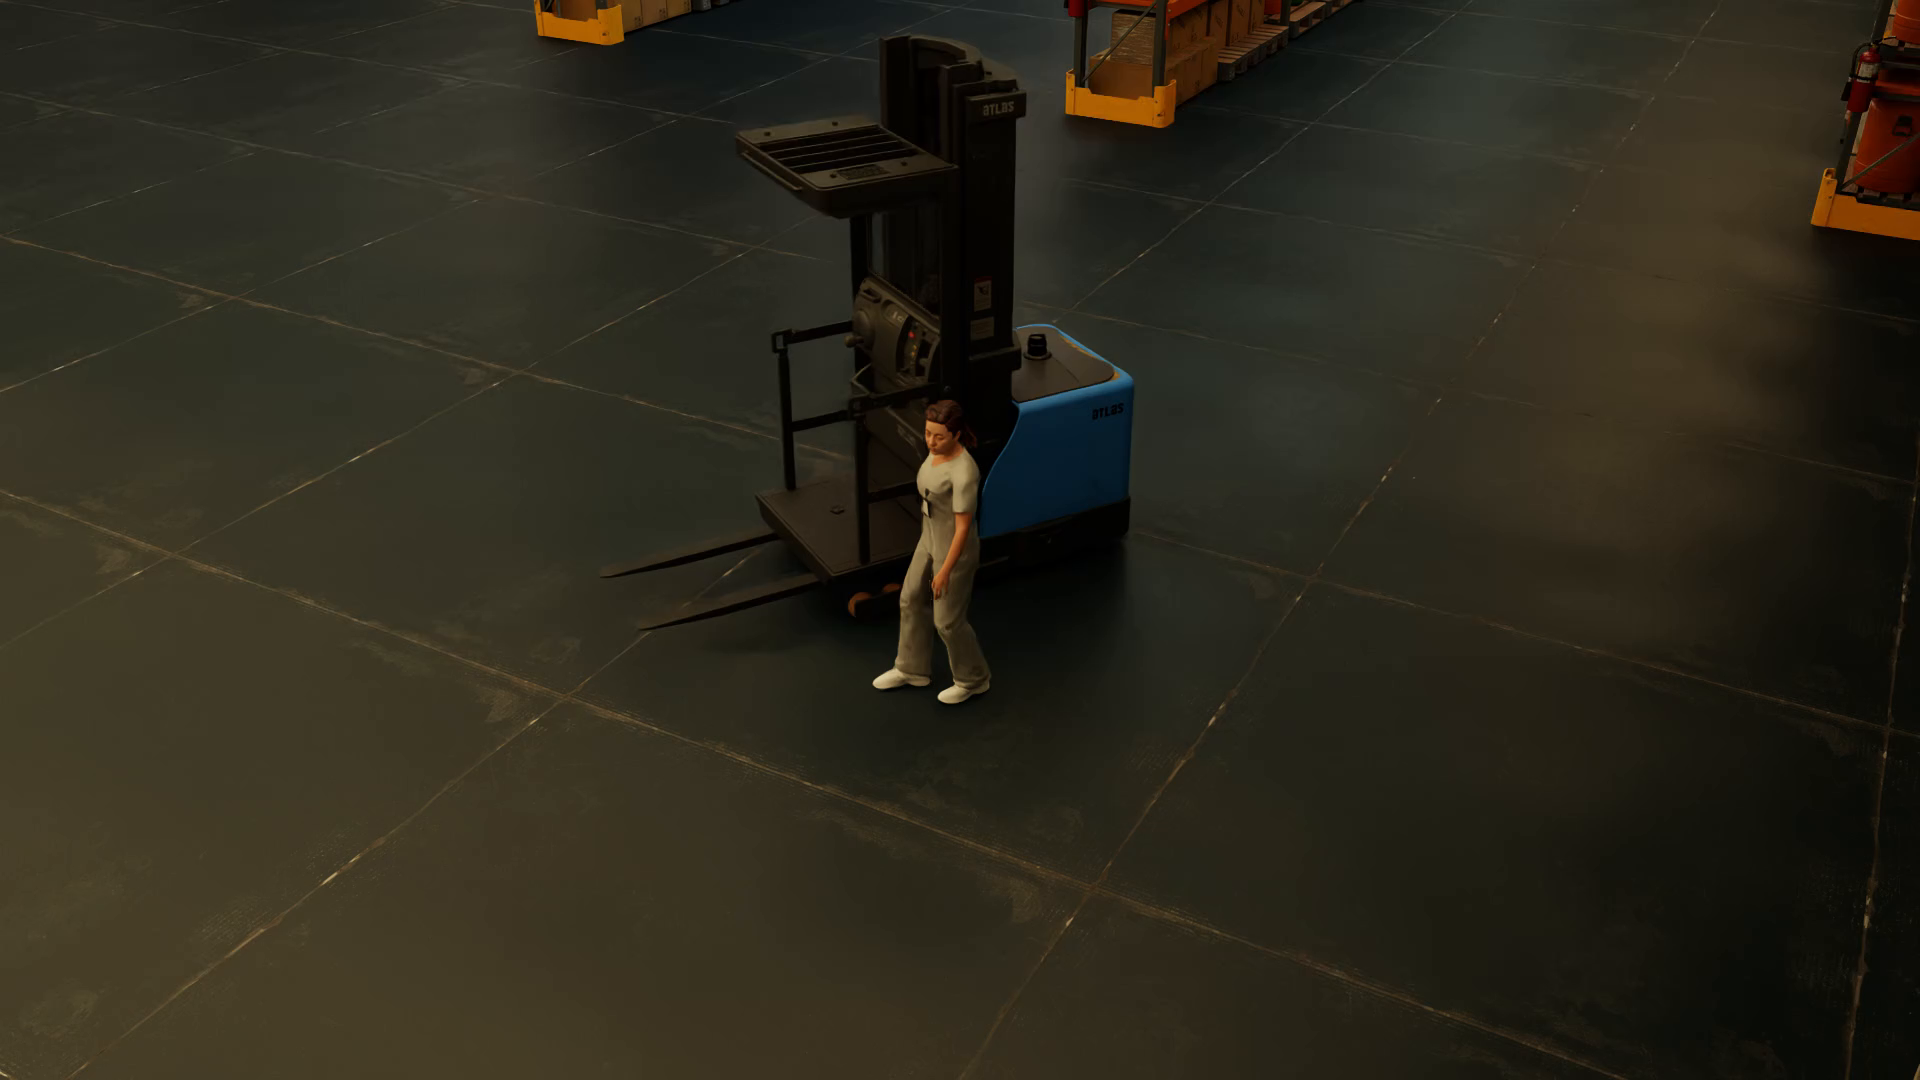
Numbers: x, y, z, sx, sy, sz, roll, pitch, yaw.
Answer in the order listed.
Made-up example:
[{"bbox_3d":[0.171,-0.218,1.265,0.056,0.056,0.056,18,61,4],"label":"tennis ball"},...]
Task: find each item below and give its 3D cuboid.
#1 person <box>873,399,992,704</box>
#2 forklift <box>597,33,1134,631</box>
[{"bbox_3d":[-0.142,0.063,8.243,0.573,1.653,0.629,-11,32,-18],"label":"person"},{"bbox_3d":[-0.531,-1.116,9.005,3.031,2.935,1.130,-16,33,-25],"label":"forklift"}]
